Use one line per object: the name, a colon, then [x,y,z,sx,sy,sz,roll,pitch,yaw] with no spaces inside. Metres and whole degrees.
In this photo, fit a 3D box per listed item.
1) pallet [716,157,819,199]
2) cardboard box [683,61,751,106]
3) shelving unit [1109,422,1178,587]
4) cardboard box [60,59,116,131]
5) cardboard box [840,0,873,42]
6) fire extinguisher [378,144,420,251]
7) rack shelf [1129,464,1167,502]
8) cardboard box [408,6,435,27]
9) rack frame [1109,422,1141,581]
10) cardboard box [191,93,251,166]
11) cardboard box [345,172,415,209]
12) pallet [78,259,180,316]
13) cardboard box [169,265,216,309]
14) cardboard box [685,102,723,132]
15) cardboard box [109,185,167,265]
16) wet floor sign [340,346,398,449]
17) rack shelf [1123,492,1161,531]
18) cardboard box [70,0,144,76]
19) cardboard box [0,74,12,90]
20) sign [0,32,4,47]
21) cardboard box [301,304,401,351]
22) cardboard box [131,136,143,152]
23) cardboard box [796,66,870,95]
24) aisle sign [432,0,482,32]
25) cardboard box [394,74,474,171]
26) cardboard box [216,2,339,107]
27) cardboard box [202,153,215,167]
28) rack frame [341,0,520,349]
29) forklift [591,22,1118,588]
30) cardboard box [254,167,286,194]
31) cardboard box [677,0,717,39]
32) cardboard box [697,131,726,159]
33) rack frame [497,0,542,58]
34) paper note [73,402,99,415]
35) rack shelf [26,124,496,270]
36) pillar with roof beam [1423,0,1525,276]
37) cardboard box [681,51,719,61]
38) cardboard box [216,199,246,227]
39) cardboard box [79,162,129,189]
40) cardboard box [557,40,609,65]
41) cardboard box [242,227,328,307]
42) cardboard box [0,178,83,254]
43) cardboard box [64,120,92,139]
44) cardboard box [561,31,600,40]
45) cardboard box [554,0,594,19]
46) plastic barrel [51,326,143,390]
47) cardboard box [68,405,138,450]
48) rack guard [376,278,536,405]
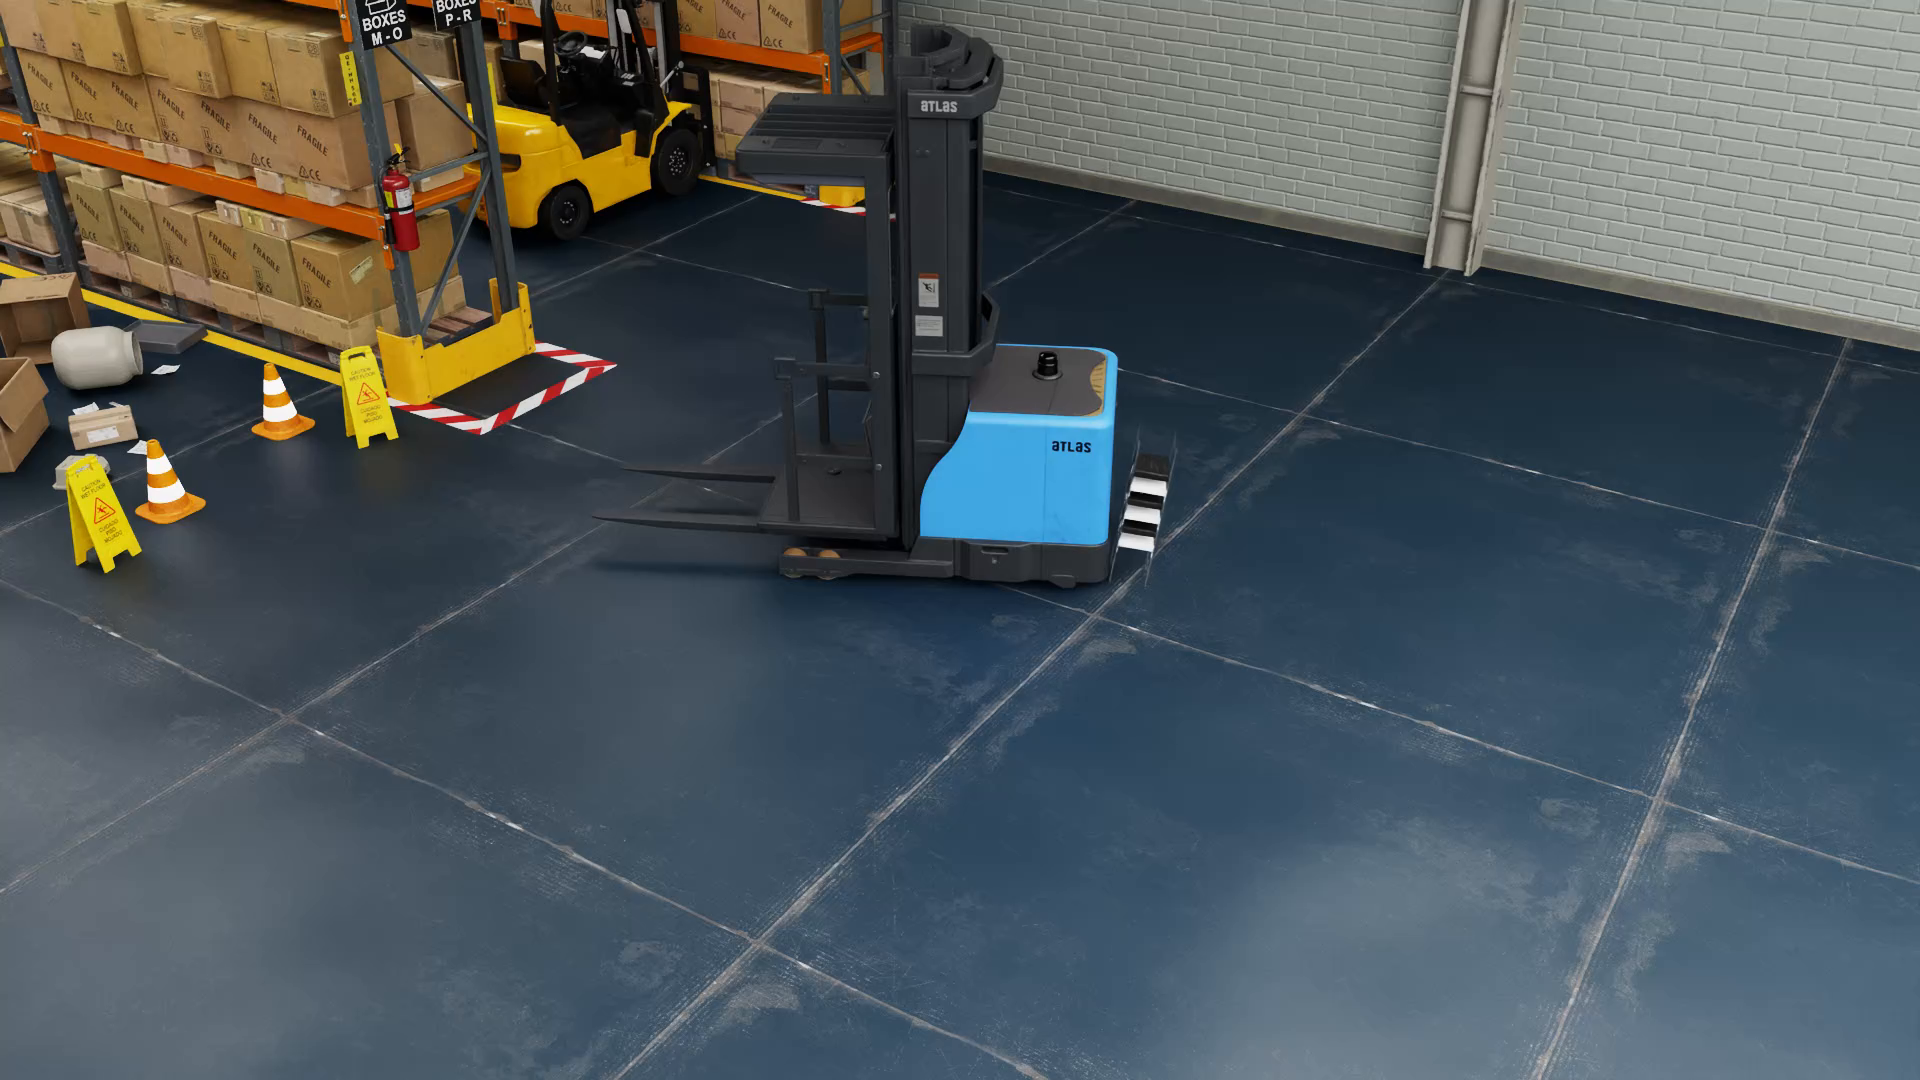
pallet: [-1.548,-3.593,15.871,1.213,0.211,1.003,18,35,27]
cardboard box: [-2.303,-4.291,15.621,0.500,0.250,0.500,18,35,28]
shelving unit: [1.027,-0.192,9.338,0.210,0.900,0.258,10,31,1]
cardboard box: [-6.240,-3.372,12.332,0.500,0.500,0.500,17,34,27]
cardboard box: [-1.150,-4.904,15.253,0.500,0.500,0.500,19,35,29]
fire extinguisher: [-3.662,-2.230,10.845,0.183,0.674,0.296,18,35,27]
rack shelf: [1.047,-0.317,9.263,0.200,0.077,0.258,10,31,1]
cardboard box: [-6.005,-5.384,18.114,0.625,0.625,0.875,16,34,25]
rack frame: [0.927,-0.209,9.340,0.006,0.900,0.240,10,31,1]
cardboard box: [-4.964,-2.962,11.628,0.500,0.500,0.500,17,34,27]
cardboard box: [-3.945,-2.391,11.293,0.250,0.149,0.380,19,35,29]
pallet: [-6.314,-2.193,13.472,1.213,0.211,1.003,18,35,27]
cardboard box: [-5.637,-2.003,12.692,0.500,0.250,0.500,17,34,27]
cardboard box: [-2.324,-4.085,15.764,0.500,0.250,0.500,17,34,26]
cardboard box: [-6.086,-2.468,12.744,0.500,0.500,0.500,19,35,29]
wet floor sign: [-3.922,-0.966,10.938,0.267,0.644,0.232,-21,36,-32]
rack shelf: [1.023,-0.164,9.355,0.200,0.077,0.258,10,31,1]
cardboard box: [-5.813,-3.663,11.838,0.500,0.500,0.700,17,34,26]
cardboard box: [-7.485,-3.655,13.043,0.250,0.149,0.380,18,35,28]
sign: [-7.194,-3.824,12.352,0.005,0.325,0.100,18,35,27]
cardboard box: [-4.362,-1.592,11.987,0.500,0.250,0.500,17,34,27]
cardboard box: [-5.890,-2.989,12.319,0.250,0.149,0.380,17,34,27]
cardboard box: [-1.185,-4.245,15.542,0.500,0.250,0.500,17,34,27]
aisle sign: [-3.297,-3.729,10.758,0.004,0.787,0.394,18,35,27]
cardboard box: [-3.768,-2.907,11.535,0.500,0.500,0.500,17,34,27]
cardboard box: [-4.488,-3.277,11.175,0.500,0.500,0.700,18,35,28]
cardboard box: [-5.229,-2.809,12.010,0.250,0.149,0.380,18,35,27]
rack frame: [-3.514,-2.491,11.215,0.127,3.000,1.000,18,35,27]
forklift: [-0.620,-1.300,9.241,3.031,2.935,1.130,3,30,5]
cardboard box: [-4.658,-2.545,11.558,0.250,0.149,0.380,18,35,28]
cardboard box: [-2.304,-4.953,15.337,0.500,0.500,0.500,17,34,26]
cardboard box: [-2.279,-3.870,15.891,0.500,0.250,0.500,18,35,28]
rack frame: [-4.266,-5.682,16.685,0.127,3.000,1.000,18,35,27]
paper note: [-6.013,-0.898,11.443,0.148,0.019,0.142,-21,36,-32]
rack shelf: [-5.208,-2.716,12.314,4.000,0.370,1.077,18,35,27]
pillar with roof beam: [1.804,-4.328,8.411,0.400,9.000,9.100,18,35,27]
cardboard box: [-2.458,-4.656,16.247,0.500,0.250,0.500,17,34,26]
cardboard box: [-5.111,-2.401,11.986,0.250,0.149,0.380,19,35,29]
cardboard box: [-6.472,-2.828,12.716,0.250,0.149,0.380,18,35,28]
cardboard box: [-3.596,-4.702,16.326,0.500,0.250,0.500,18,35,27]
cardboard box: [-4.775,-2.050,12.027,0.500,0.500,0.500,19,35,29]
cardboard box: [-7.348,-2.748,13.847,0.625,0.372,0.950,18,35,28]
cardboard box: [-6.564,-3.187,12.658,0.250,0.149,0.380,19,35,29]
cardboard box: [-3.747,-5.058,16.935,0.500,0.250,0.500,18,35,28]
cardboard box: [-3.579,-5.362,16.038,0.500,0.500,0.500,18,35,28]
plastic barrel: [-6.068,-1.285,11.705,0.512,0.421,0.421,-9,32,-15]
cardboard box: [-5.698,-0.748,11.057,0.380,0.149,0.250,-15,33,-24]
rack guard: [-3.579,-1.431,11.880,0.348,0.500,1.175,18,35,27]
